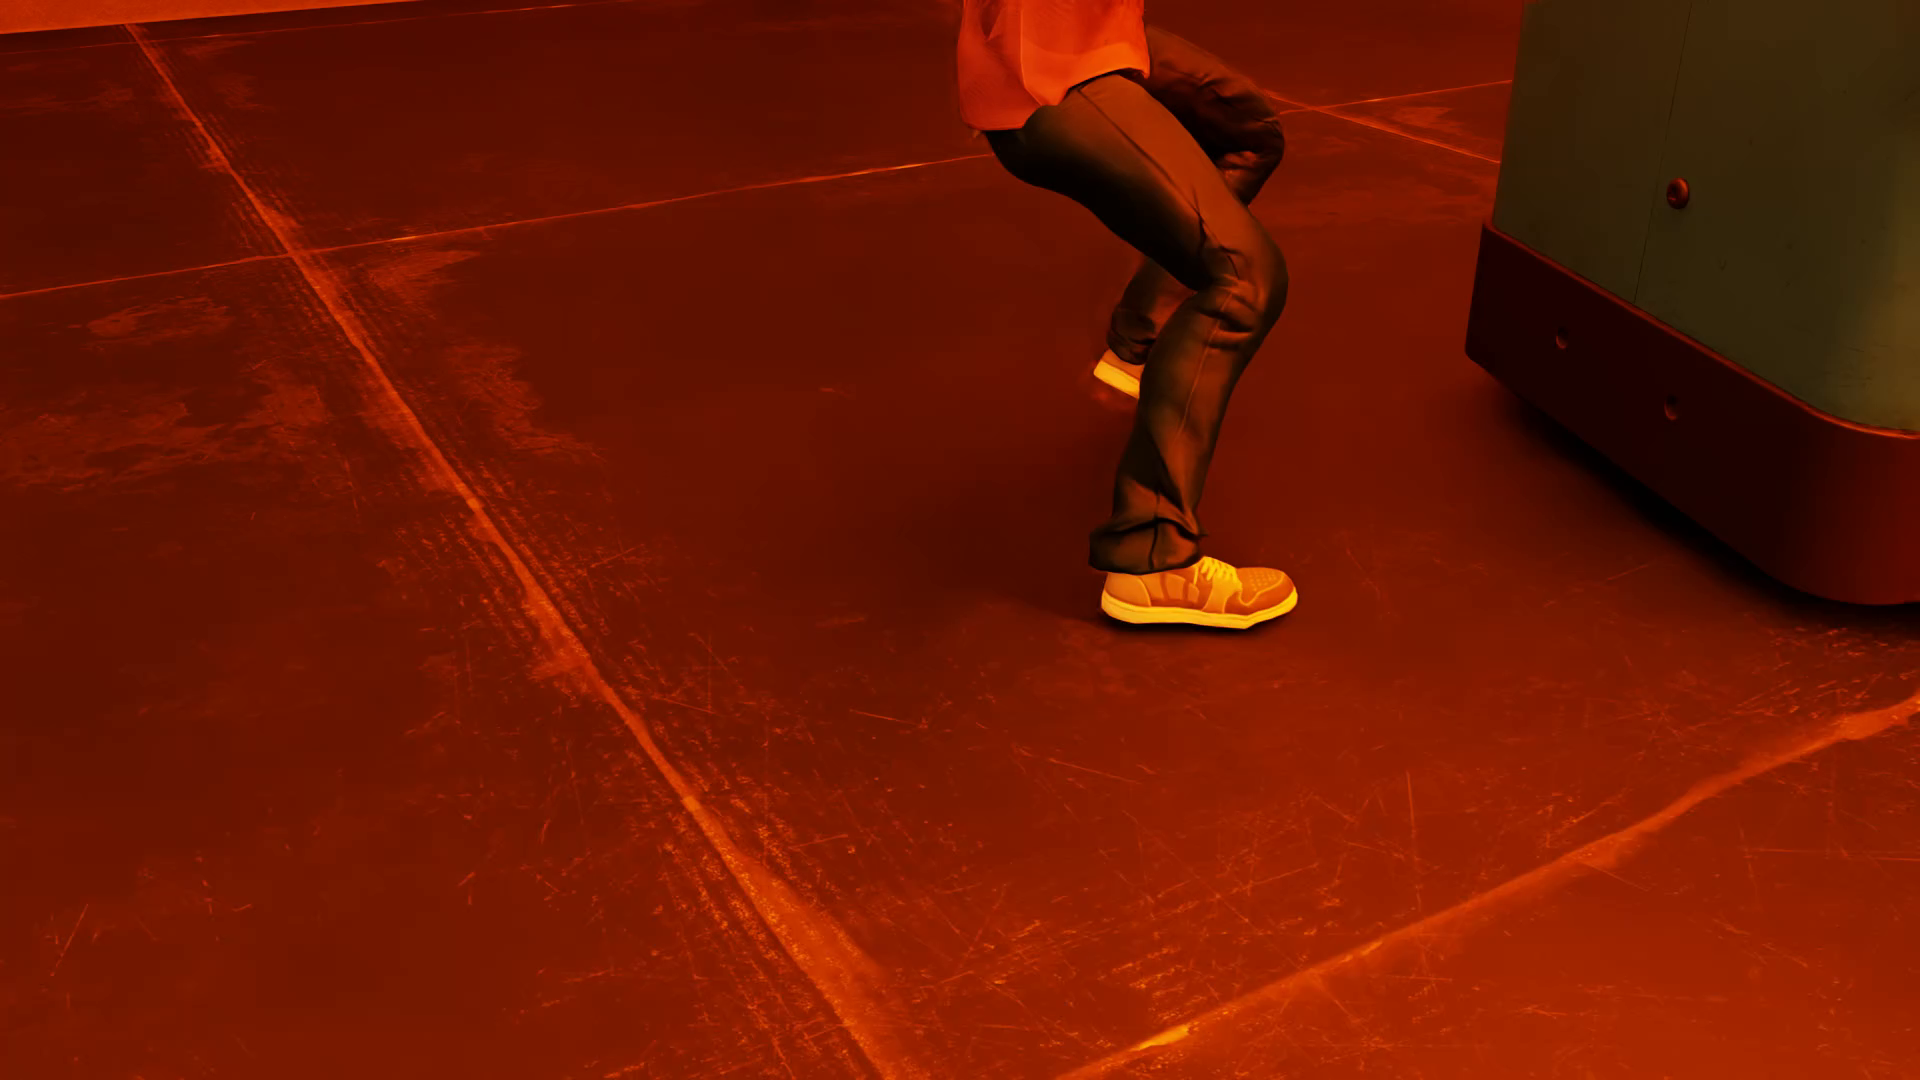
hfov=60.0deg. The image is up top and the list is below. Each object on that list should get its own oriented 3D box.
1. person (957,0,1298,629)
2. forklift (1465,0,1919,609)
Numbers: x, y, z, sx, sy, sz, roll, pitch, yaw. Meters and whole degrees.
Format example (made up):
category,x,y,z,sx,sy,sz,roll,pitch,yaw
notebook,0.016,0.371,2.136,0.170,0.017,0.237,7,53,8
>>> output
category,x,y,z,sx,sy,sz,roll,pitch,yaw
person,0.334,-0.689,2.317,0.674,1.390,0.877,4,27,8
forklift,2.484,-1.524,2.265,3.031,2.935,1.130,-6,27,-11
